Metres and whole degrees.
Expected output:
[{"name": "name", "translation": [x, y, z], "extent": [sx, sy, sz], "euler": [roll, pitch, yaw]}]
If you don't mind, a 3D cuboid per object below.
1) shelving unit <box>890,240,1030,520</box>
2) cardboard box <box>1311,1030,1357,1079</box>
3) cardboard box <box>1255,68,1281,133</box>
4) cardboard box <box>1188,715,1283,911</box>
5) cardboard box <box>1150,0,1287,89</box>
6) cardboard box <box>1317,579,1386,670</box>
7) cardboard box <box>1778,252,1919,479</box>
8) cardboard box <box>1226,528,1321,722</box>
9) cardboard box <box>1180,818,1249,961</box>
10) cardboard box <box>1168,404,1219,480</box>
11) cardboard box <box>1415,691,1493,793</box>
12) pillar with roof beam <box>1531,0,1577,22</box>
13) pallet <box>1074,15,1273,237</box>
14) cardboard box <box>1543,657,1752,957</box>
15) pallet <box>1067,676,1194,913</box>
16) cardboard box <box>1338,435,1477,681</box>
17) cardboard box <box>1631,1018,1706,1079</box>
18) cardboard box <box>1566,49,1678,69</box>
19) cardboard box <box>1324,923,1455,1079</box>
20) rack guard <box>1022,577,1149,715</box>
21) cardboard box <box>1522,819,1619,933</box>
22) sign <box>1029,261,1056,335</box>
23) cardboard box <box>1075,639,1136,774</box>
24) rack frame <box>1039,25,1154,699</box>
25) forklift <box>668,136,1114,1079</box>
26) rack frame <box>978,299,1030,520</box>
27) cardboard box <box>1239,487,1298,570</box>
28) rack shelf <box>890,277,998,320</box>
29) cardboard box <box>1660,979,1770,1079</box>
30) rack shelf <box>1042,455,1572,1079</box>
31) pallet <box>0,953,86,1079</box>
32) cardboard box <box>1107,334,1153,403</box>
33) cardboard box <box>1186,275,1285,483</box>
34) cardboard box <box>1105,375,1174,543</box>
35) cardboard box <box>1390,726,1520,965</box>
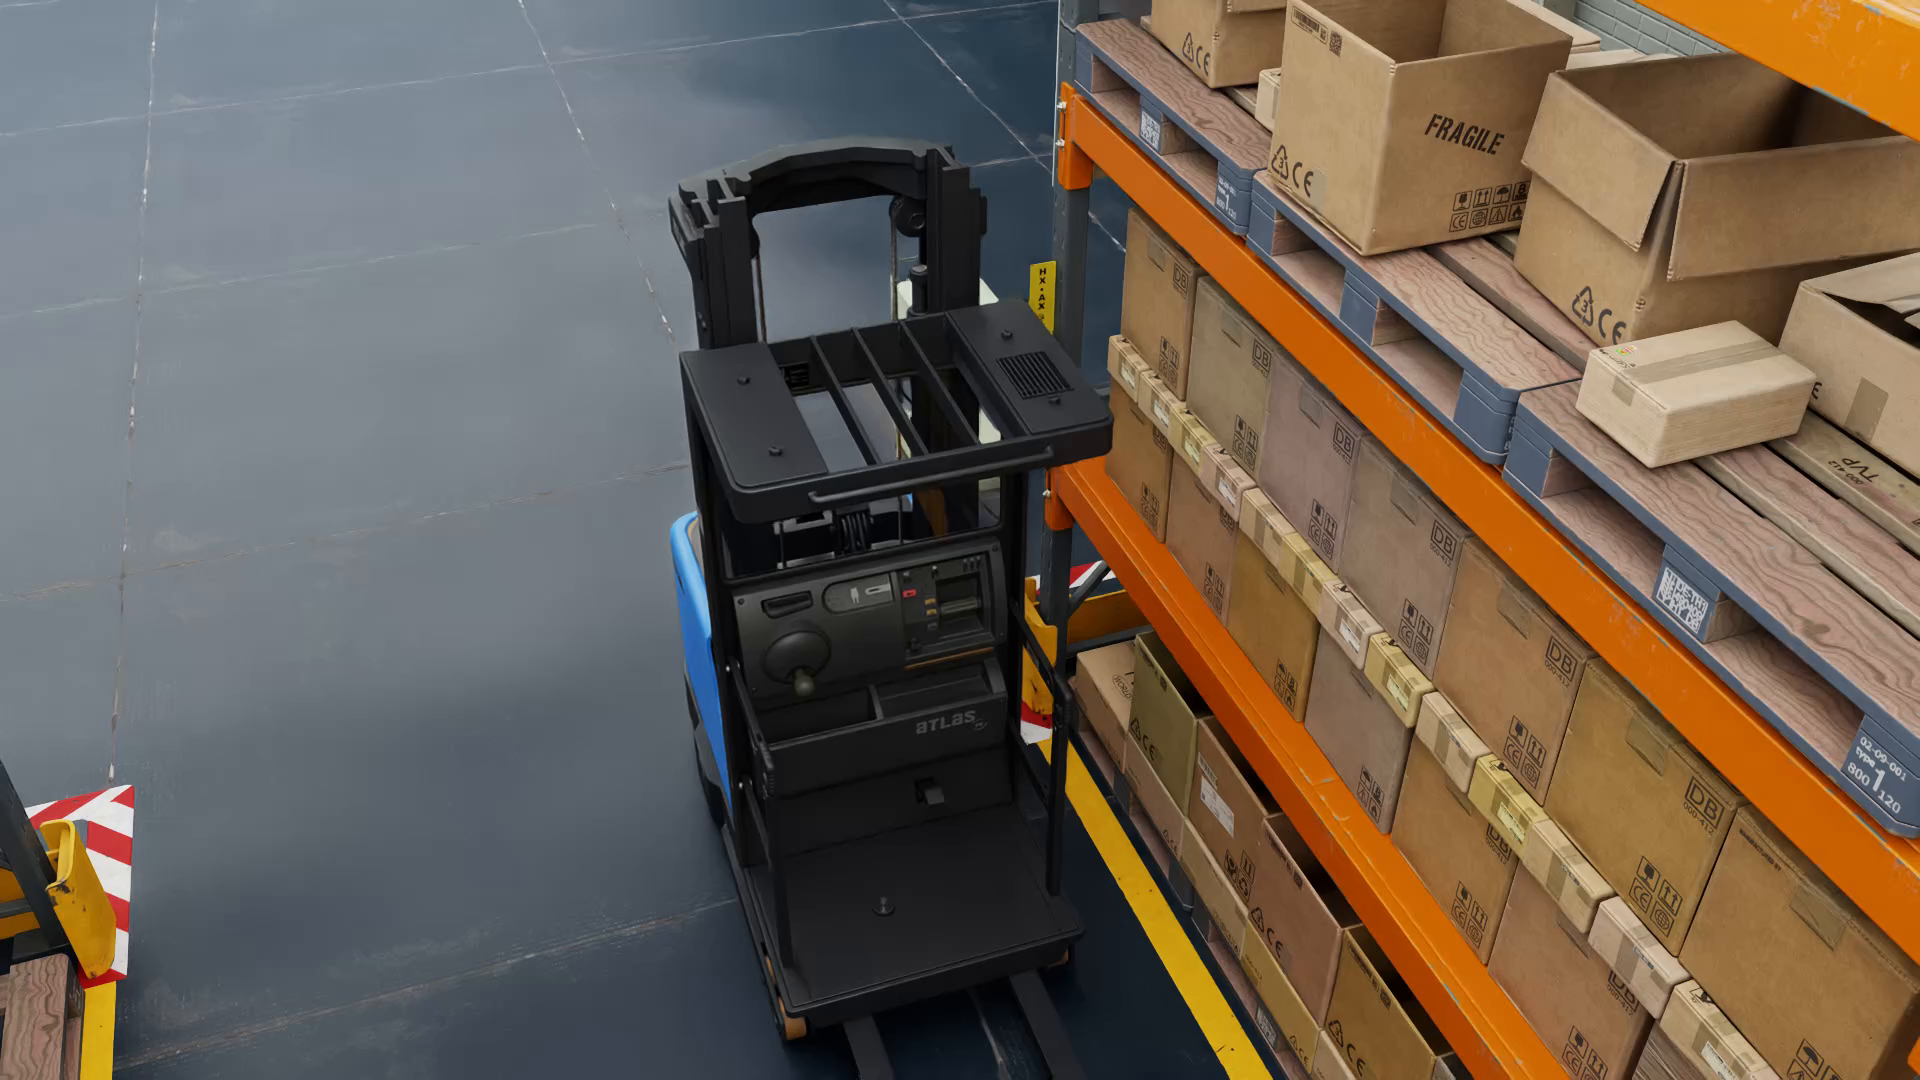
[{"name": "shelving unit", "translation": [-0.002, -0.603, 7.864], "extent": [0.431, 1.500, 0.755], "euler": [-12, 39, -16]}, {"name": "cardboard box", "translation": [1.493, 1.787, 5.381], "extent": [0.500, 0.250, 0.500], "euler": [-12, 39, -16]}, {"name": "cardboard box", "translation": [1.069, -1.243, 4.717], "extent": [0.380, 0.149, 0.250], "euler": [-12, 39, -16]}, {"name": "cardboard box", "translation": [1.163, 0.919, 5.910], "extent": [0.500, 0.500, 0.500], "euler": [-12, 39, -16]}, {"name": "cardboard box", "translation": [1.023, -1.760, 5.109], "extent": [0.797, 0.503, 0.637], "euler": [-10, 38, -13]}, {"name": "cardboard box", "translation": [1.291, 0.213, 4.912], "extent": [0.380, 0.149, 0.250], "euler": [-12, 39, -16]}, {"name": "cardboard box", "translation": [2.095, -0.393, 3.455], "extent": [0.500, 0.311, 0.500], "euler": [-15, 39, -18]}, {"name": "cardboard box", "translation": [1.329, 0.181, 5.493], "extent": [0.700, 0.500, 0.500], "euler": [-12, 39, -16]}, {"name": "cardboard box", "translation": [1.152, 1.221, 6.132], "extent": [0.500, 0.250, 0.500], "euler": [-12, 39, -16]}, {"name": "cardboard box", "translation": [0.940, -0.365, 5.680], "extent": [0.380, 0.149, 0.250], "euler": [-12, 39, -16]}, {"name": "cardboard box", "translation": [1.476, 0.511, 4.516], "extent": [0.380, 0.149, 0.250], "euler": [-11, 38, -15]}, {"name": "pillar with roof beam", "translation": [0.426, -6.328, 9.232], "extent": [9.100, 9.000, 0.400], "euler": [-12, 39, -16]}, {"name": "pallet", "translation": [1.049, -1.380, 5.230], "extent": [1.003, 0.211, 1.213], "euler": [-12, 39, -16]}, {"name": "cardboard box", "translation": [1.872, 0.545, 3.933], "extent": [0.700, 0.500, 0.500], "euler": [-13, 39, -16]}, {"name": "pallet", "translation": [1.132, 0.915, 6.921], "extent": [1.003, 0.211, 1.213], "euler": [-12, 39, -16]}, {"name": "cardboard box", "translation": [1.529, -0.021, 4.684], "extent": [0.700, 0.500, 0.500], "euler": [-12, 39, -16]}, {"name": "cardboard box", "translation": [2.047, 1.348, 3.945], "extent": [0.700, 0.500, 0.500], "euler": [-13, 39, -17]}, {"name": "cardboard box", "translation": [1.665, -1.099, 4.391], "extent": [0.500, 0.311, 0.500], "euler": [-8, 38, -11]}, {"name": "cardboard box", "translation": [1.505, 1.485, 5.159], "extent": [0.500, 0.500, 0.500], "euler": [-12, 39, -16]}, {"name": "rack guard", "translation": [0.821, 0.362, 7.414], "extent": [1.175, 0.500, 0.348], "euler": [-12, 39, -16]}, {"name": "cardboard box", "translation": [1.644, 0.793, 4.142], "extent": [0.380, 0.149, 0.250], "euler": [-13, 39, -16]}, {"name": "sign", "translation": [0.306, -0.888, 6.211], "extent": [0.100, 0.325, 0.005], "euler": [-12, 39, -16]}, {"name": "cardboard box", "translation": [0.805, 0.657, 6.881], "extent": [0.500, 0.250, 0.500], "euler": [-12, 39, -16]}, {"name": "rack frame", "translation": [0.830, -0.622, 6.644], "extent": [1.000, 3.000, 0.127], "euler": [-12, 39, -16]}, {"name": "forklift", "translation": [-0.220, 0.334, 5.432], "extent": [1.130, 2.935, 3.031], "euler": [-12, 39, -15]}, {"name": "rack frame", "translation": [0.124, -0.396, 7.590], "extent": [0.400, 1.500, 0.023], "euler": [-12, 39, -16]}, {"name": "cardboard box", "translation": [1.119, -0.072, 5.291], "extent": [0.380, 0.149, 0.250], "euler": [-14, 39, -17]}, {"name": "rack shelf", "translation": [-0.002, -0.915, 7.629], "extent": [0.431, 0.370, 0.720], "euler": [-12, 39, -16]}, {"name": "cardboard box", "translation": [1.828, 1.089, 3.750], "extent": [0.380, 0.149, 0.250], "euler": [-13, 39, -17]}, {"name": "rack shelf", "translation": [1.518, 0.795, 5.360], "extent": [1.077, 0.370, 4.000], "euler": [-12, 39, -16]}, {"name": "pallet", "translation": [-3.478, 2.008, 5.469], "extent": [1.003, 0.211, 1.213], "euler": [-12, 39, -16]}, {"name": "cardboard box", "translation": [0.762, -0.655, 6.065], "extent": [0.380, 0.149, 0.250], "euler": [-13, 39, -16]}, {"name": "cardboard box", "translation": [1.182, -0.588, 5.437], "extent": [0.700, 0.500, 0.500], "euler": [-13, 39, -17]}, {"name": "cardboard box", "translation": [0.978, -0.396, 6.260], "extent": [0.700, 0.500, 0.500], "euler": [-12, 39, -16]}, {"name": "cardboard box", "translation": [1.691, 0.767, 4.716], "extent": [0.700, 0.500, 0.500], "euler": [-12, 39, -15]}]
